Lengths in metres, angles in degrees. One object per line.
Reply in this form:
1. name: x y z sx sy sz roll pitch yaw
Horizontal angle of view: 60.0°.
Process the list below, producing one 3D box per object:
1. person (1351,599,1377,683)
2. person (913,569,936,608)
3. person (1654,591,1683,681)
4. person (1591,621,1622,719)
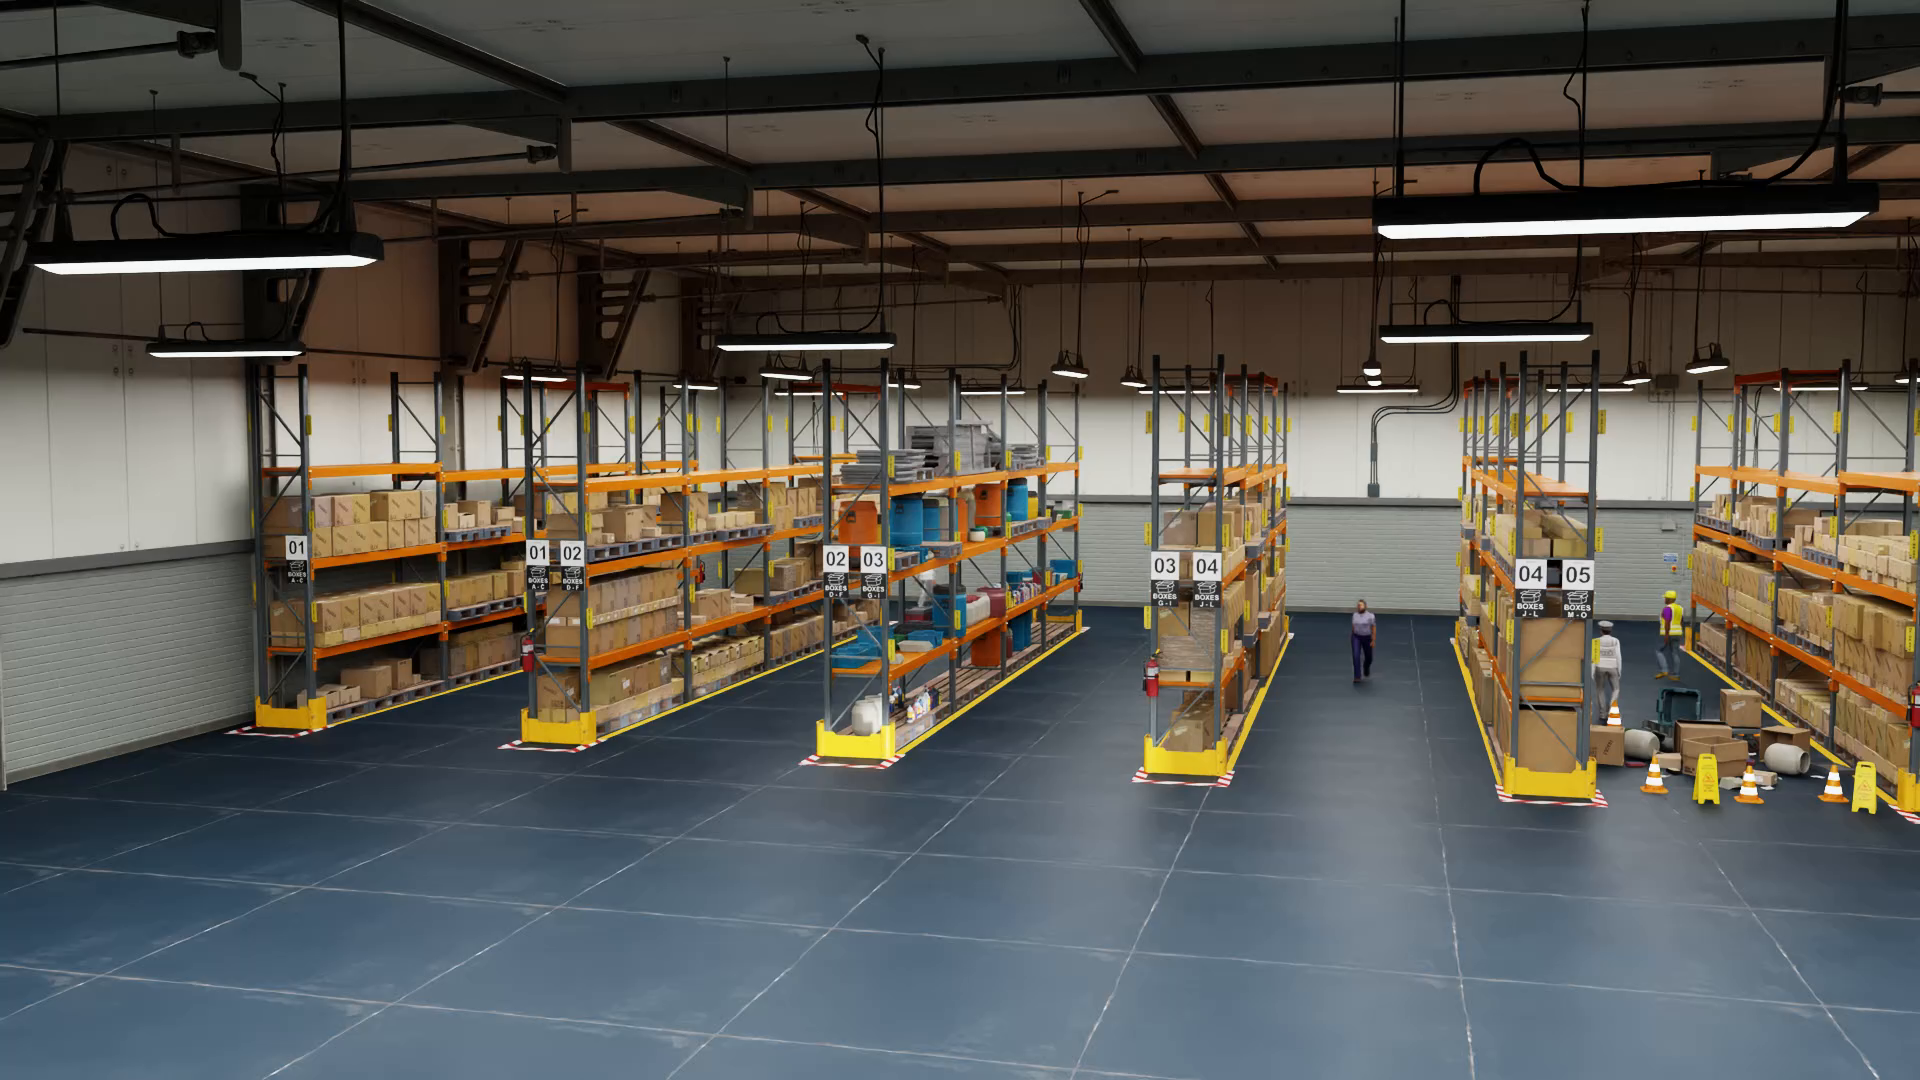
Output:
1. person: 7.882 1.945 32.502 0.486 1.603 0.857 1 4 12
2. person: -0.947 1.039 44.699 1.099 1.708 0.529 -3 5 -40
3. person: 13.944 1.870 32.523 0.547 1.748 0.558 -1 4 -10
4. person: 10.991 2.222 28.284 0.513 1.674 0.516 1 4 14
